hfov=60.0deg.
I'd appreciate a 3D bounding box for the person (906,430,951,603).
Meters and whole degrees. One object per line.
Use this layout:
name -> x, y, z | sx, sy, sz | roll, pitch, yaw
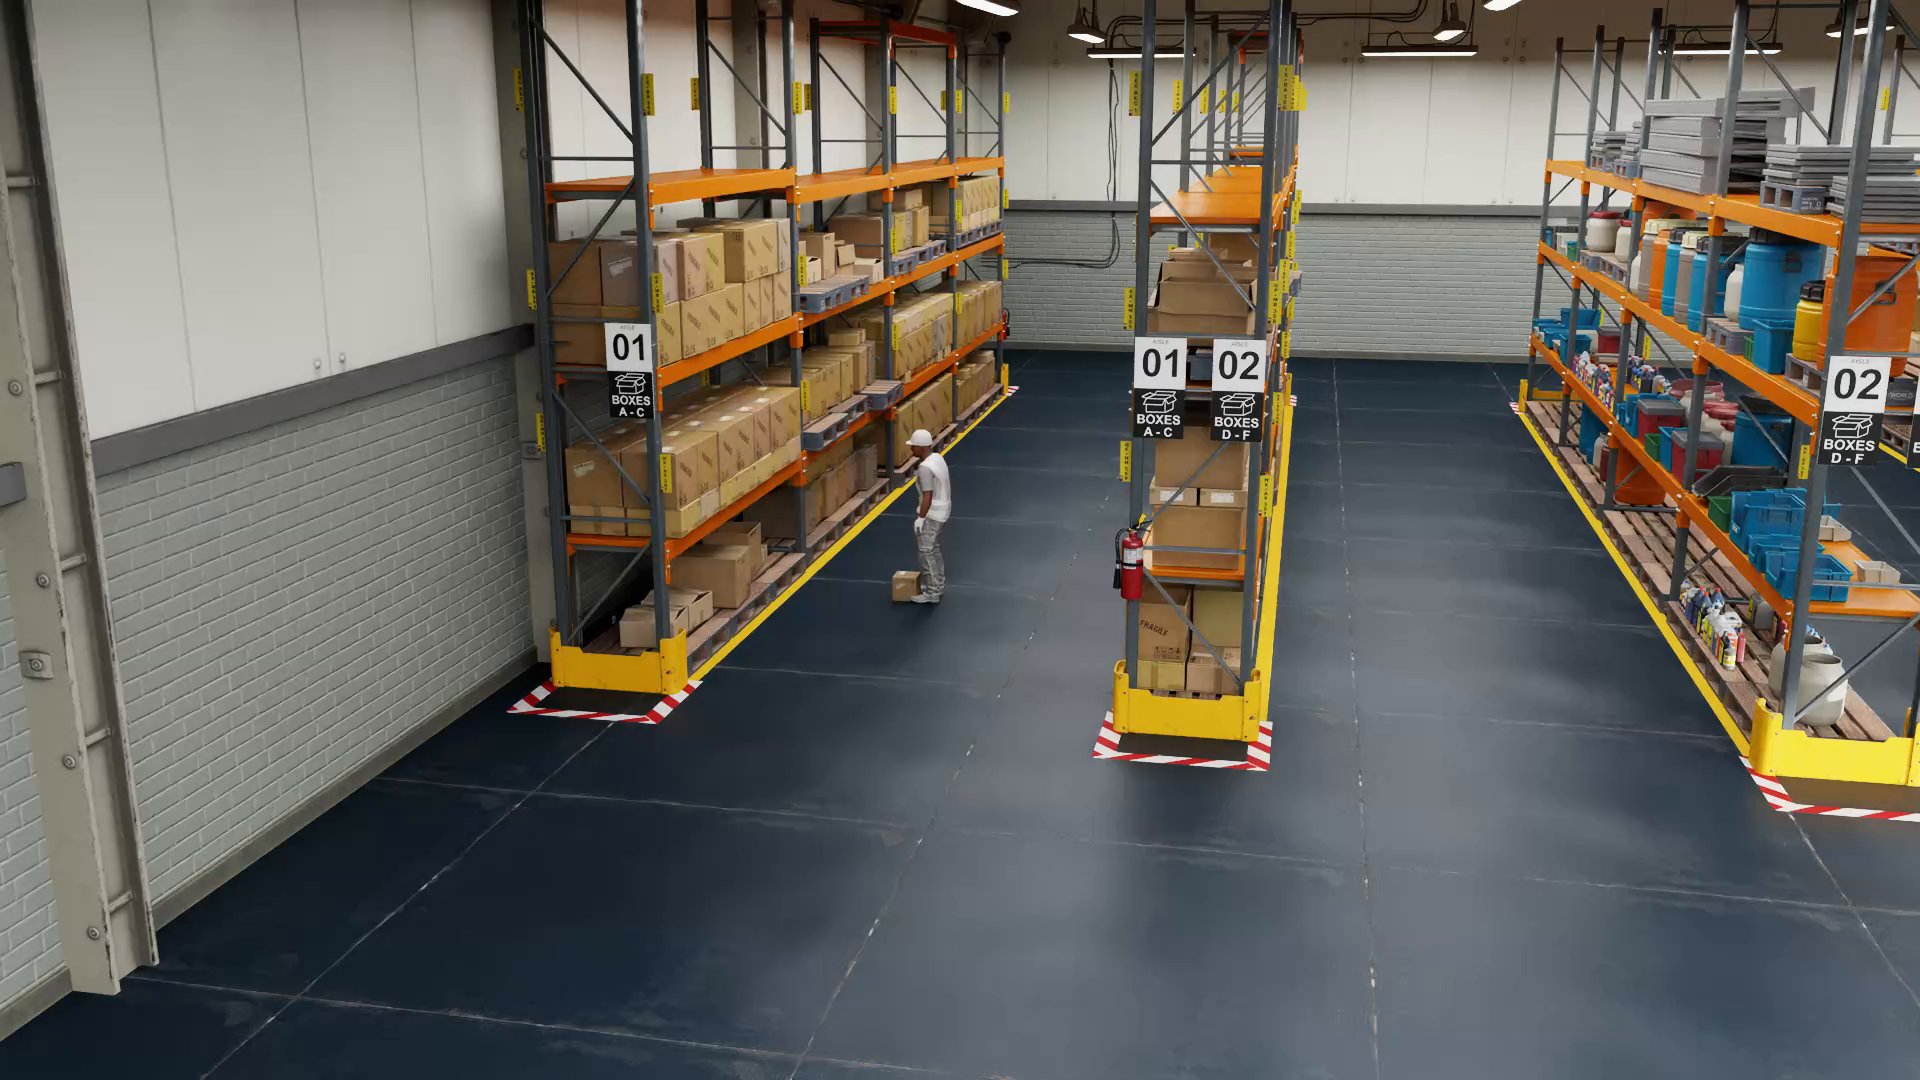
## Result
person -> -0.320, -0.252, 16.961 | 0.446, 1.775, 0.619 | 3, 15, 12
